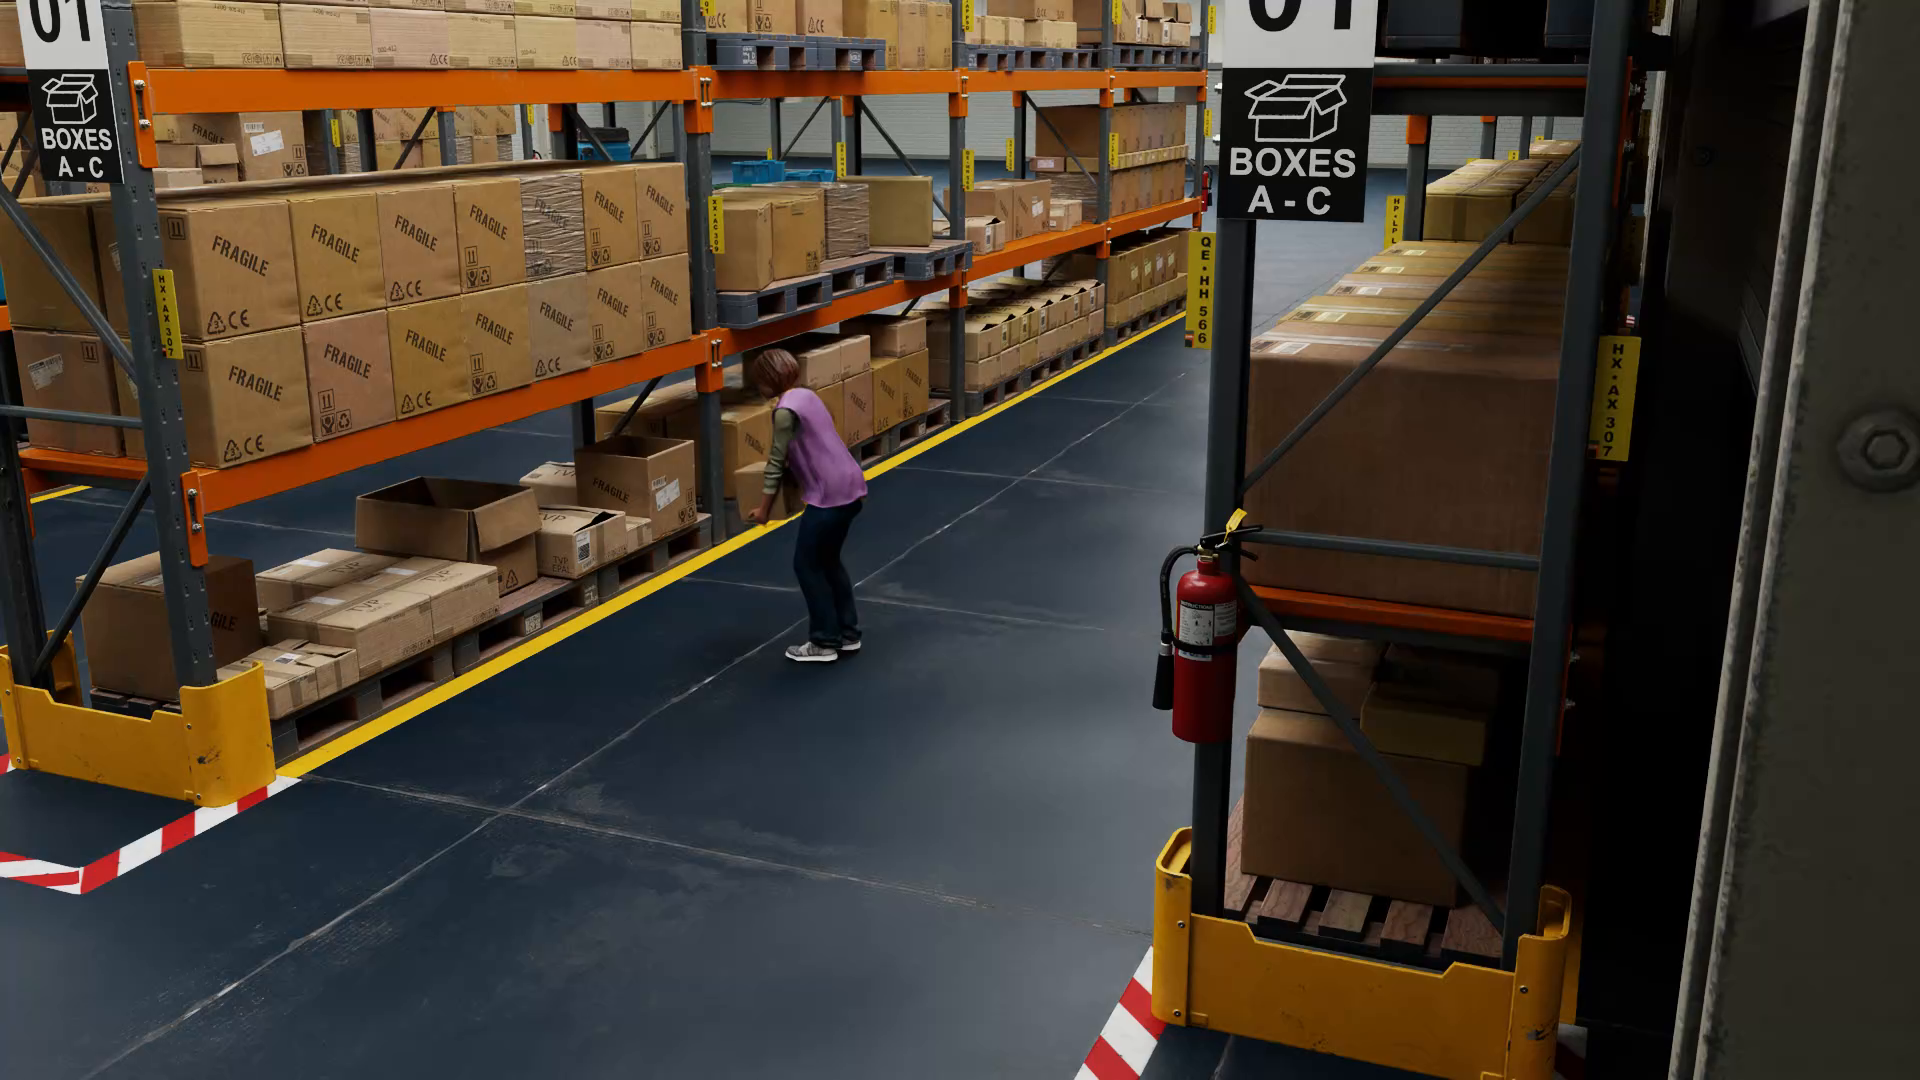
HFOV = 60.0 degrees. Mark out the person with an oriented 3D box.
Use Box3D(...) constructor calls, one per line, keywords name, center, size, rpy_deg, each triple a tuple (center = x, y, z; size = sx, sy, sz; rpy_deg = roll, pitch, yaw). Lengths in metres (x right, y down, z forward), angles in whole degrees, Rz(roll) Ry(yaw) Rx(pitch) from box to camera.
Box3D(name="person", center=(-0.729, -0.161, 8.097), size=(0.557, 1.514, 0.377), rpy_deg=(6, 17, 20))
